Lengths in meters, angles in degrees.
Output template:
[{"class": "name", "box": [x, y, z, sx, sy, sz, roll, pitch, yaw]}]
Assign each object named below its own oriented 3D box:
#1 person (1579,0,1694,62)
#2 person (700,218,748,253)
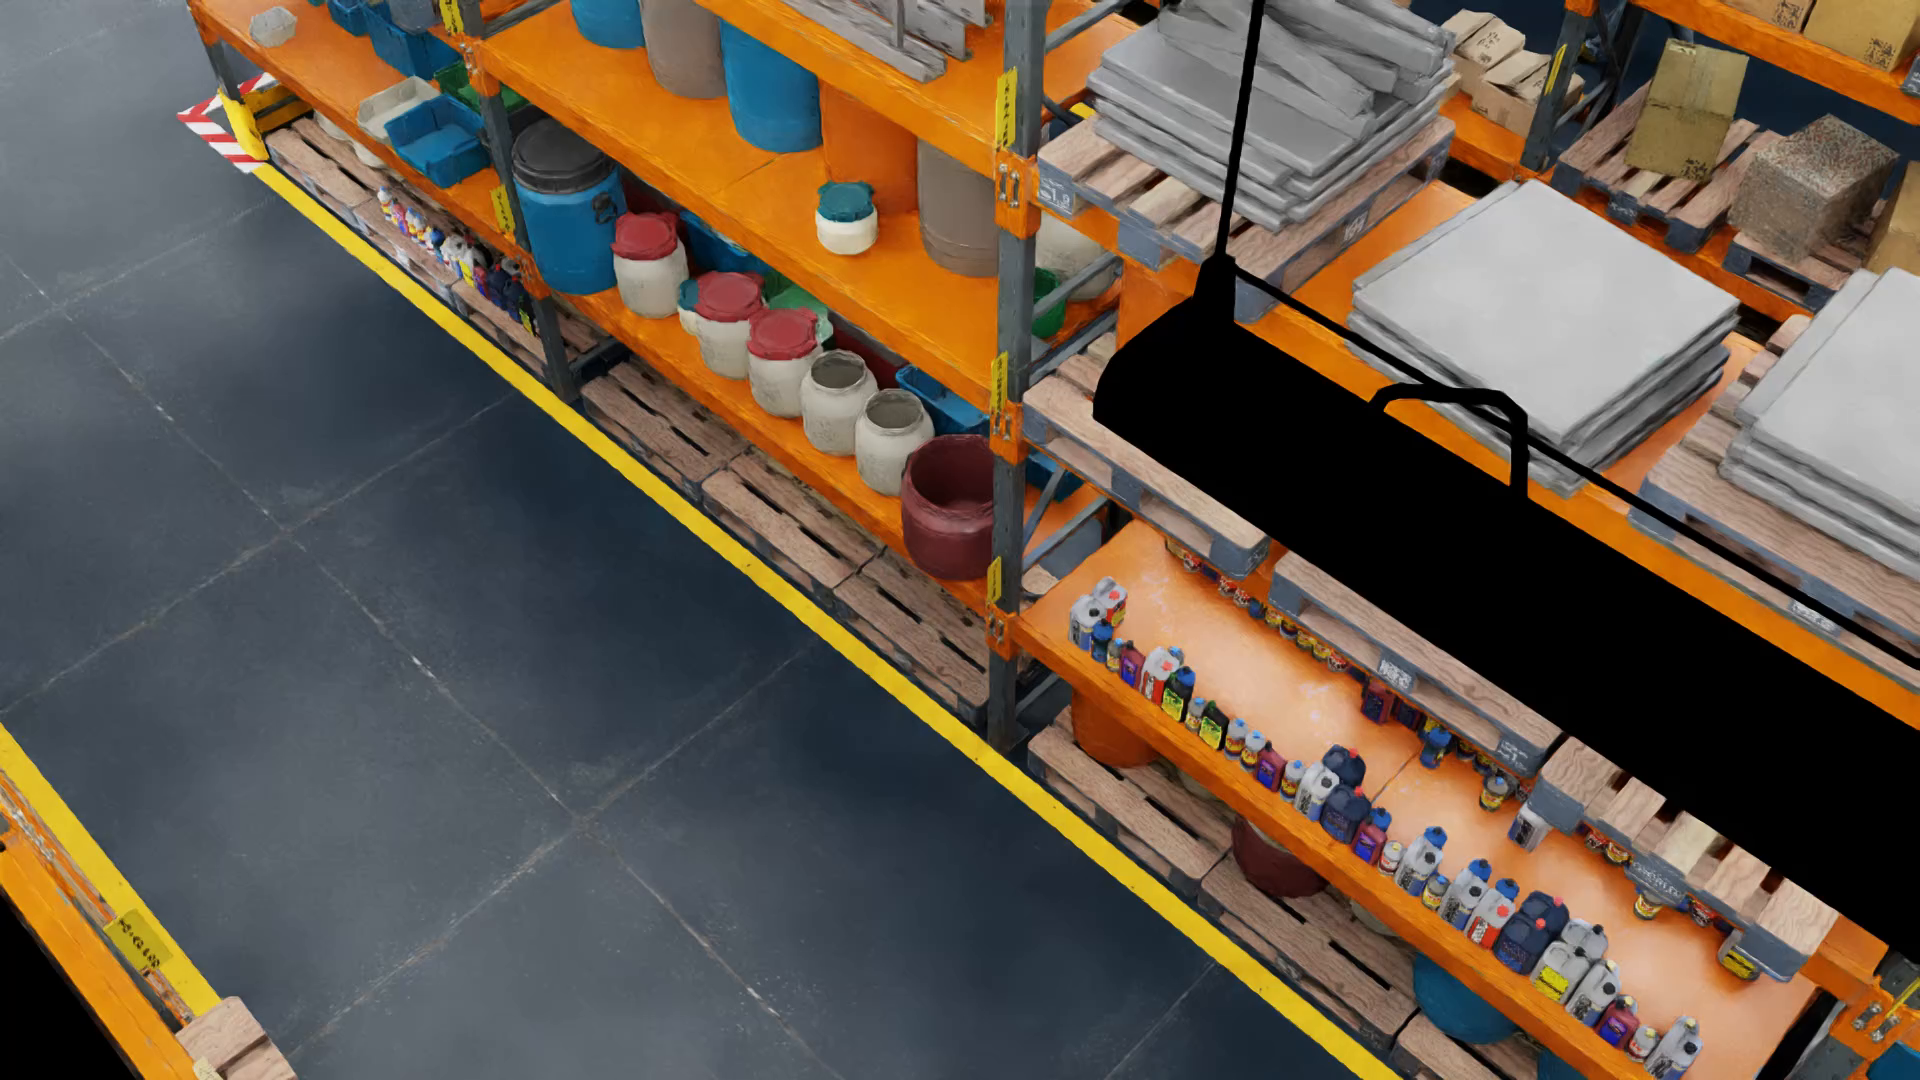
[{"class": "person", "box": [5.494, -4.481, 13.021, 1.033, 1.708, 0.571, 29, 56, 22]}, {"class": "person", "box": [-1.393, -1.663, 10.355, 0.558, 1.751, 0.636, -29, 56, -22]}]
